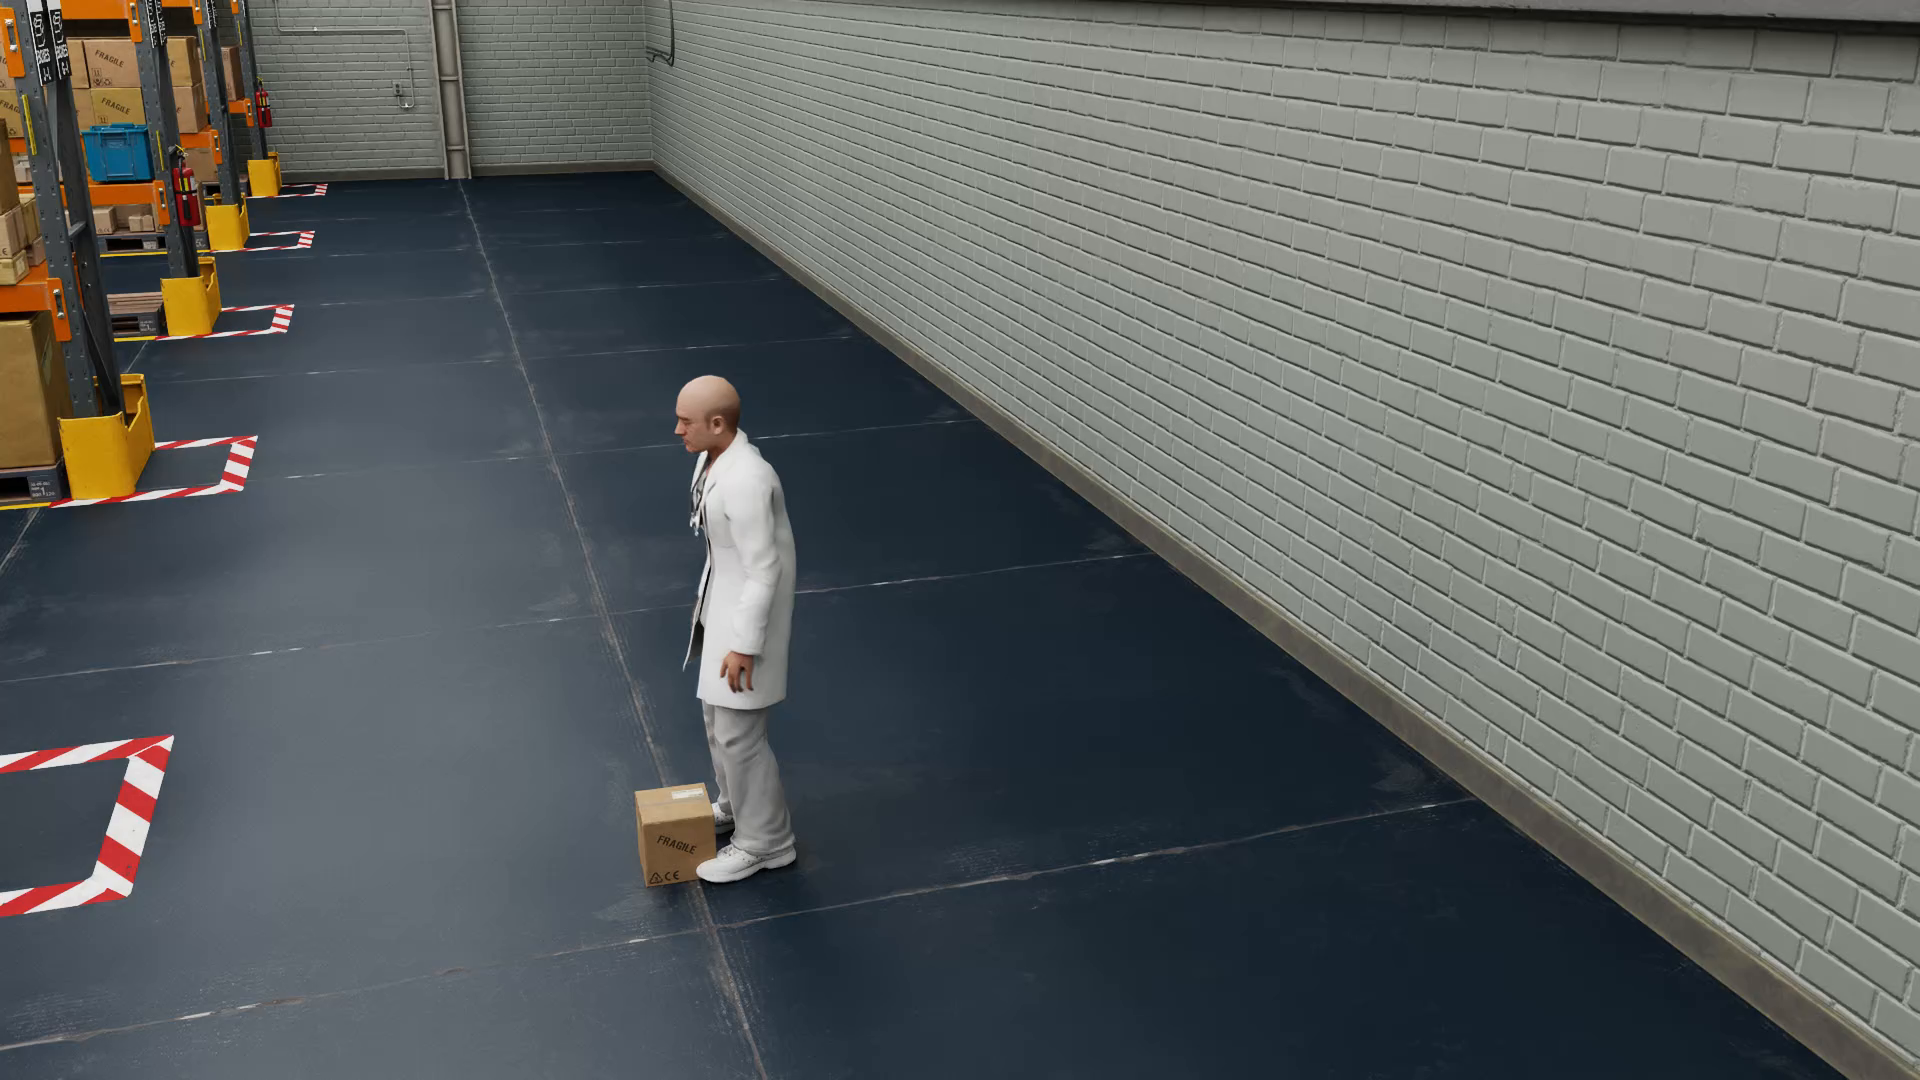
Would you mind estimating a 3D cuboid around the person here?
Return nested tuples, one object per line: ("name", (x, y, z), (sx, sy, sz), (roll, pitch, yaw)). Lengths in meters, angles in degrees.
("person", (-0.777, 0.294, 5.732), (0.420, 1.774, 0.643), (-6, 20, -17))
